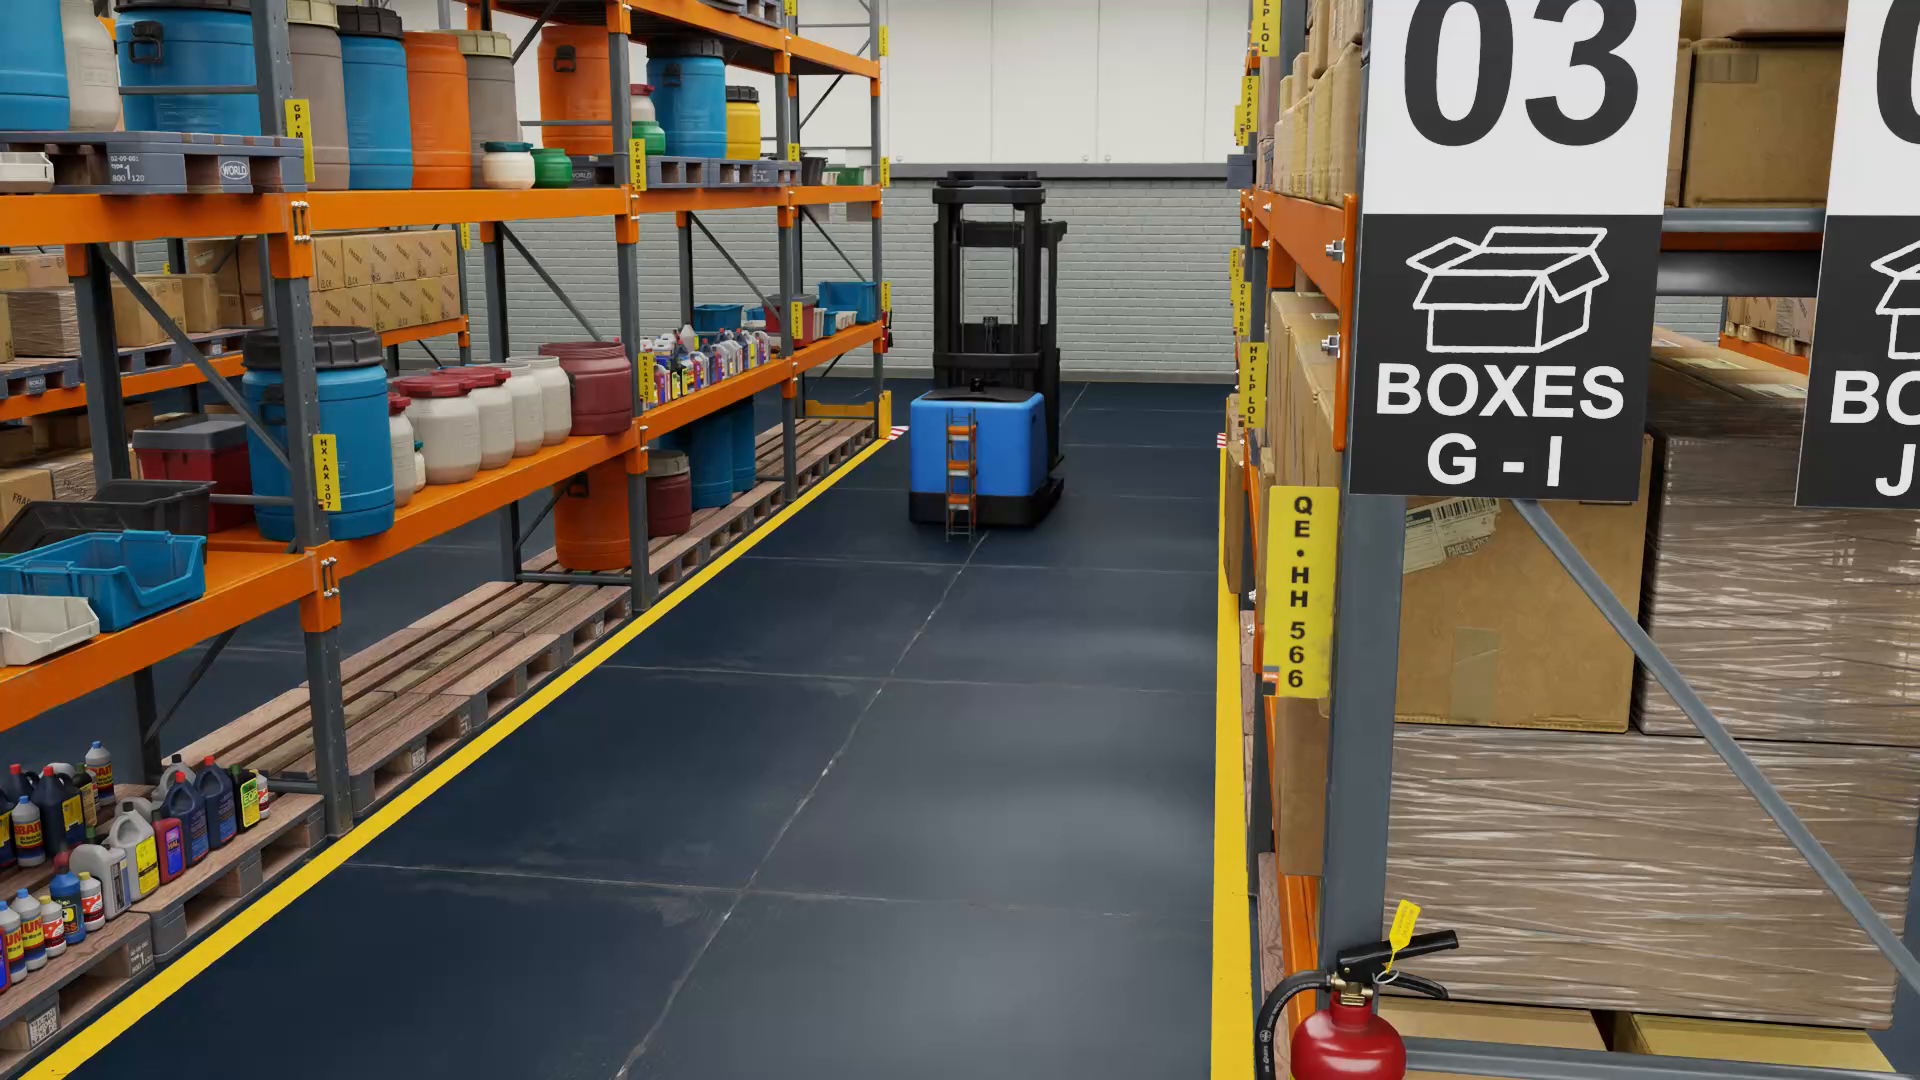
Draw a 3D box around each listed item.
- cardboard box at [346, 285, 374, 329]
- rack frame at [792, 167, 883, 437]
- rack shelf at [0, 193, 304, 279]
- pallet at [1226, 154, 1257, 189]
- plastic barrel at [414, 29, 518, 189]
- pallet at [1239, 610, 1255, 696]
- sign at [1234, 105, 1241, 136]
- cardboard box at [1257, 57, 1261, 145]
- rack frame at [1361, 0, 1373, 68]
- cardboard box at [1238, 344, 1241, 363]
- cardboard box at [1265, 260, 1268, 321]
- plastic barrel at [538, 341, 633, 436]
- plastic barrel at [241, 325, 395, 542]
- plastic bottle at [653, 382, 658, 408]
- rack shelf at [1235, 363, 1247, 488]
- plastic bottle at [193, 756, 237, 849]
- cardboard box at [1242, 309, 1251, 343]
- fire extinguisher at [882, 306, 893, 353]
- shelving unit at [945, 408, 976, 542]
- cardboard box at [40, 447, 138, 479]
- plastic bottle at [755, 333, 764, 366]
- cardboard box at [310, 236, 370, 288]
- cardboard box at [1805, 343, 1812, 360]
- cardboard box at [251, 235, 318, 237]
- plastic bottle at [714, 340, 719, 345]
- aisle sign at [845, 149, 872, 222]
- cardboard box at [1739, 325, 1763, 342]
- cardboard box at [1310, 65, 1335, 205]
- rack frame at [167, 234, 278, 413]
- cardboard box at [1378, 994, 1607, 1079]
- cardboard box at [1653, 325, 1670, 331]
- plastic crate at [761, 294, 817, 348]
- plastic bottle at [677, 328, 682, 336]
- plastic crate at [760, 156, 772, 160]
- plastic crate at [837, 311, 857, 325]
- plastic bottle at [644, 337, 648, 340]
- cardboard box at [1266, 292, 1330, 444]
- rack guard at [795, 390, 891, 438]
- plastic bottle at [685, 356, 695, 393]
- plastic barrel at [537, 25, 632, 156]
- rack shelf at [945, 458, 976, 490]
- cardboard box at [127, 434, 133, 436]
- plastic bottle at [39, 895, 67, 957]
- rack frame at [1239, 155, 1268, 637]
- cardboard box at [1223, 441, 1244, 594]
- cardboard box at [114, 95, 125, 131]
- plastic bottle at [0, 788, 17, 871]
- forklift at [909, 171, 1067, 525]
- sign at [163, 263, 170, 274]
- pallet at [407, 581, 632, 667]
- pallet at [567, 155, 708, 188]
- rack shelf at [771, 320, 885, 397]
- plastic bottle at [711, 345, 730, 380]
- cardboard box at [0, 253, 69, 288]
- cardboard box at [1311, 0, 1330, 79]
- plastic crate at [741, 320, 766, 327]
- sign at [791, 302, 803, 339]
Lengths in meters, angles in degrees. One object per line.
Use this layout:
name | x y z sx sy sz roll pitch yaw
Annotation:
cardboard box | -6.384 -2.354 17.057 0.500 0.500 0.500 2 12 8
rack frame | -1.377 -2.668 18.754 1.000 3.000 0.127 2 12 9
rack shelf | -3.530 -0.868 4.990 1.077 0.370 4.000 2 12 9
pallet | 2.333 -2.352 10.615 1.213 0.211 1.003 2 12 11
plastic barrel | -2.948 -2.550 9.897 0.600 0.901 0.600 0 12 0
pallet | 2.165 0.684 9.821 1.003 0.211 1.213 2 12 9
sign | 2.970 -4.459 17.682 0.100 0.325 0.005 2 12 9
cardboard box | 1.960 -2.512 9.487 0.500 0.500 0.500 2 12 9
rack frame | 1.056 -2.110 1.922 1.000 3.000 0.127 2 12 9
cardboard box | 2.625 -1.626 14.515 0.380 0.149 0.250 2 12 9
cardboard box | 2.695 -1.938 12.750 0.797 0.503 0.637 2 12 9
plastic barrel | -2.379 -0.963 10.518 0.600 0.536 0.708 2 12 9
plastic barrel | -2.864 -0.486 7.437 0.600 0.901 0.708 2 12 9
plastic bottle | -2.162 -1.029 11.618 0.097 0.201 0.097 0 12 0
rack shelf | 2.594 -0.907 12.289 1.077 0.370 4.000 2 12 9
plastic bottle | -3.037 1.053 6.730 0.144 0.351 0.185 2 12 7
cardboard box | 2.584 -1.636 13.728 0.500 0.500 0.500 2 12 9
fire extinguisher | -0.905 -2.465 18.878 0.296 0.674 0.183 2 12 9
shelving unit | 0.008 -0.524 13.434 0.215 1.050 0.252 2 12 9
cardboard box | -6.992 -0.456 13.379 0.500 0.500 0.500 2 12 8
plastic bottle | -1.724 -1.636 14.243 0.061 0.283 0.133 2 12 9
cardboard box | -6.377 -2.838 16.930 0.500 0.500 0.500 2 12 7
cardboard box | 7.708 -1.659 14.666 0.380 0.149 0.250 1 12 6
cardboard box | -6.910 -2.860 17.032 0.500 0.500 0.500 2 12 9
plastic bottle | -1.993 -1.499 13.635 0.097 0.271 0.097 0 12 0
aisle sign | -1.076 -3.944 18.505 0.394 0.787 0.004 2 12 9
cardboard box | 7.936 -2.038 16.425 0.380 0.149 0.250 2 12 7
cardboard box | 0.953 -0.783 3.241 0.500 0.250 0.500 2 12 9
rack frame | -6.886 -1.997 15.638 1.000 3.000 0.127 2 12 9
cardboard box | 0.896 0.880 2.887 0.380 0.149 0.250 2 12 9
cardboard box | 1.721 -0.382 4.829 0.500 0.500 0.500 2 12 9
plastic crate | -1.607 -2.074 15.702 0.402 0.464 0.583 2 12 9
plastic bottle | -2.470 -1.716 14.612 0.061 0.283 0.133 2 12 9
plastic crate | -2.023 -3.625 16.356 0.437 0.282 0.530 2 12 9
plastic crate | -1.324 -2.393 17.960 0.396 0.136 0.243 2 12 9
plastic bottle | -2.607 -1.531 13.754 0.061 0.283 0.133 2 12 9
cardboard box | 1.351 -0.607 5.874 0.500 0.500 0.500 2 12 9
rack guard | -1.386 -1.452 19.042 1.175 0.500 0.348 2 12 9
plastic bottle | -2.034 -1.235 12.410 0.097 0.271 0.097 0 12 0
plastic barrel | -2.517 -3.002 11.169 0.600 0.830 0.708 2 12 9
rack shelf | 0.008 -0.514 13.437 0.215 0.259 0.240 2 12 9
cardboard box | -7.357 -0.682 14.426 0.500 0.500 0.500 2 12 9
plastic bottle | -3.168 1.335 5.775 0.097 0.201 0.097 0 12 0
rack frame | 2.287 -0.842 10.282 1.000 3.000 0.127 2 12 9
cardboard box | 2.413 -0.152 11.125 1.225 0.875 0.875 1 12 6
cardboard box | -7.239 -3.386 13.493 0.600 0.600 0.600 1 12 6
plastic bottle | -3.786 1.104 6.496 0.144 0.351 0.185 1 12 6
forklift | 0.356 -1.818 14.972 1.130 2.935 3.031 2 12 11
sign | -7.423 -2.436 15.621 0.100 0.325 0.005 2 12 9
pallet | -2.765 0.520 10.578 1.003 0.211 1.213 2 12 9
pallet | -2.393 -2.533 11.454 1.003 0.211 1.213 2 12 9
rack shelf | -1.685 -1.900 16.898 1.077 0.370 4.000 2 12 9
plastic bottle | -1.924 -1.425 13.280 0.152 0.276 0.135 2 12 9
cardboard box | -11.235 -3.029 19.717 0.980 0.700 0.700 2 12 11
cardboard box | 0.895 -0.997 3.288 0.380 0.149 0.250 2 12 9
plastic crate | -2.021 -2.108 16.639 0.293 0.136 0.466 2 12 9
sign | -1.449 -1.952 14.776 0.100 0.325 0.005 2 12 9
